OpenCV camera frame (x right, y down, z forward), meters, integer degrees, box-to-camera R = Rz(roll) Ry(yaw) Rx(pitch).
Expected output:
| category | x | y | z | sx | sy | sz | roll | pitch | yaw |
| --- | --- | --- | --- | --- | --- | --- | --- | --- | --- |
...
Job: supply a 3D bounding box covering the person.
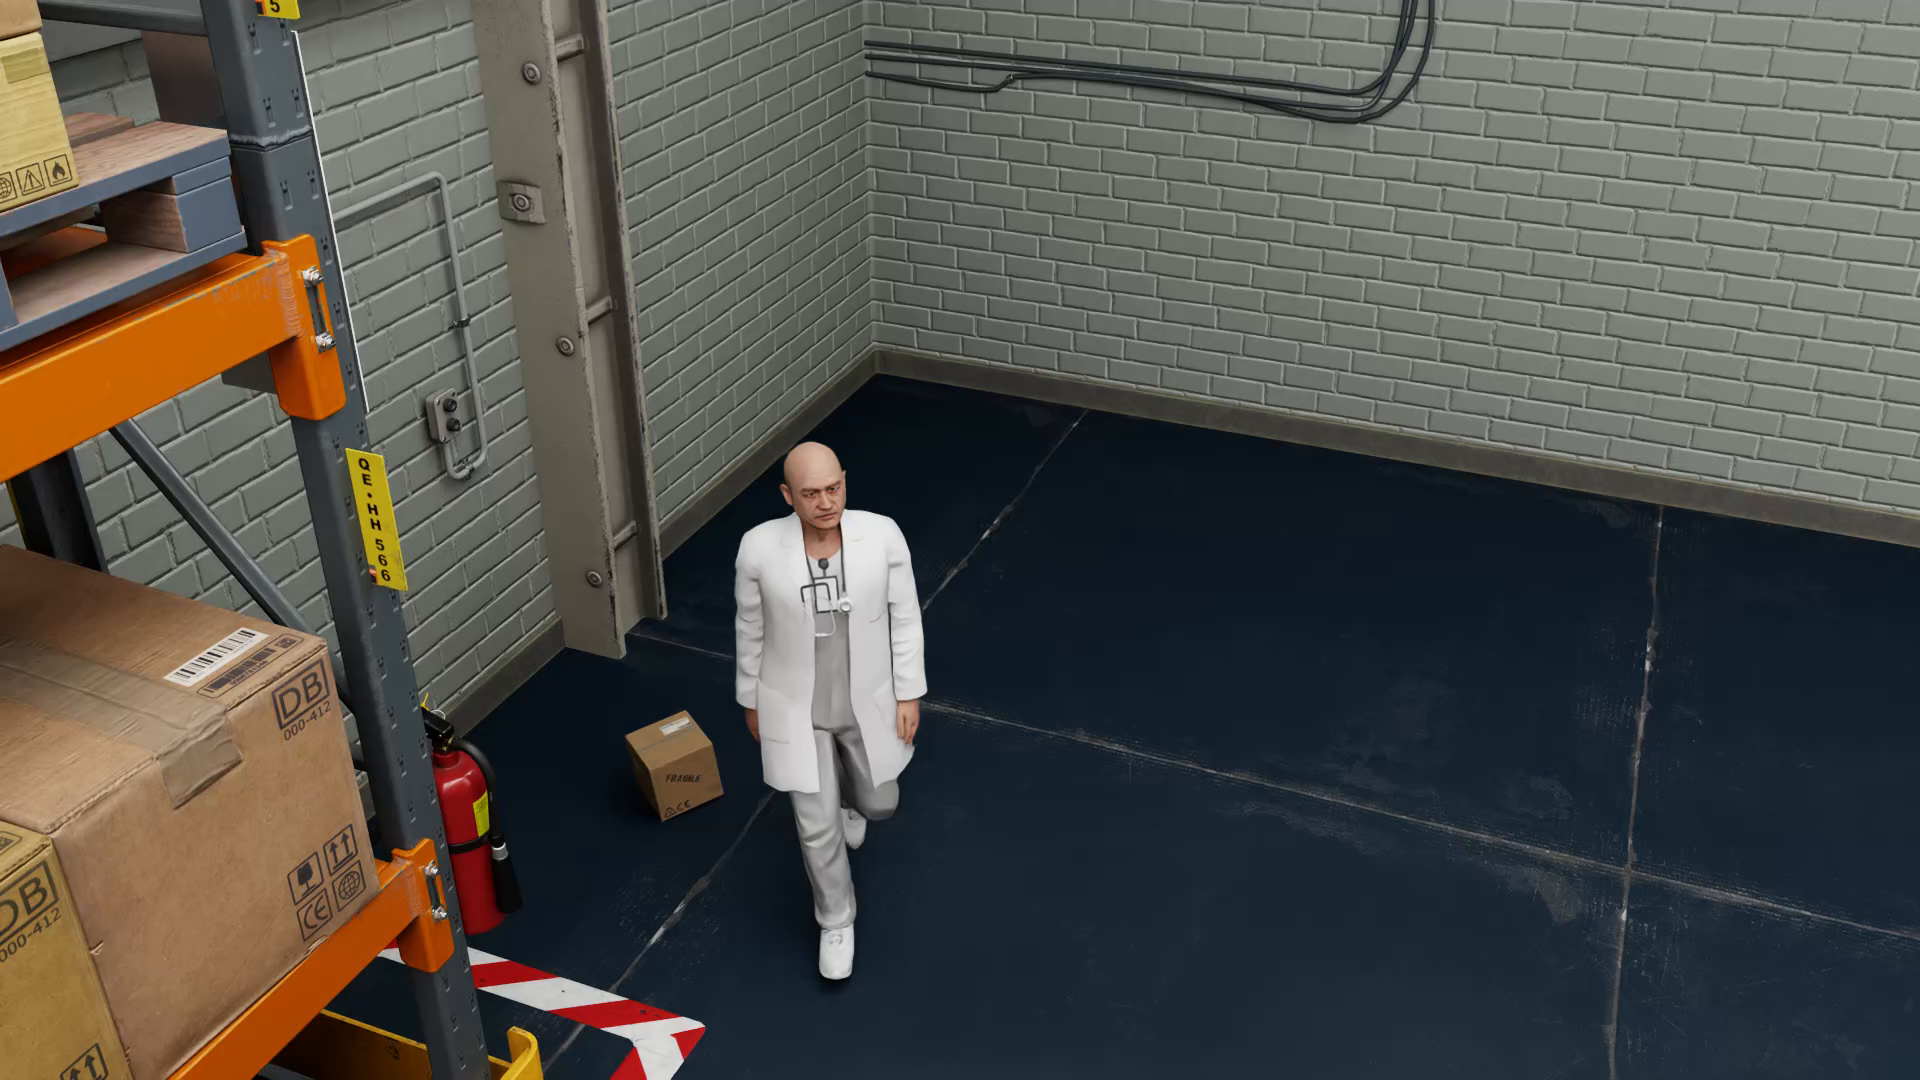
| category | x | y | z | sx | sy | sz | roll | pitch | yaw |
| --- | --- | --- | --- | --- | --- | --- | --- | --- | --- |
| person | -0.415 | 0.470 | 5.279 | 0.595 | 1.754 | 0.855 | -5 | 30 | -10 |
